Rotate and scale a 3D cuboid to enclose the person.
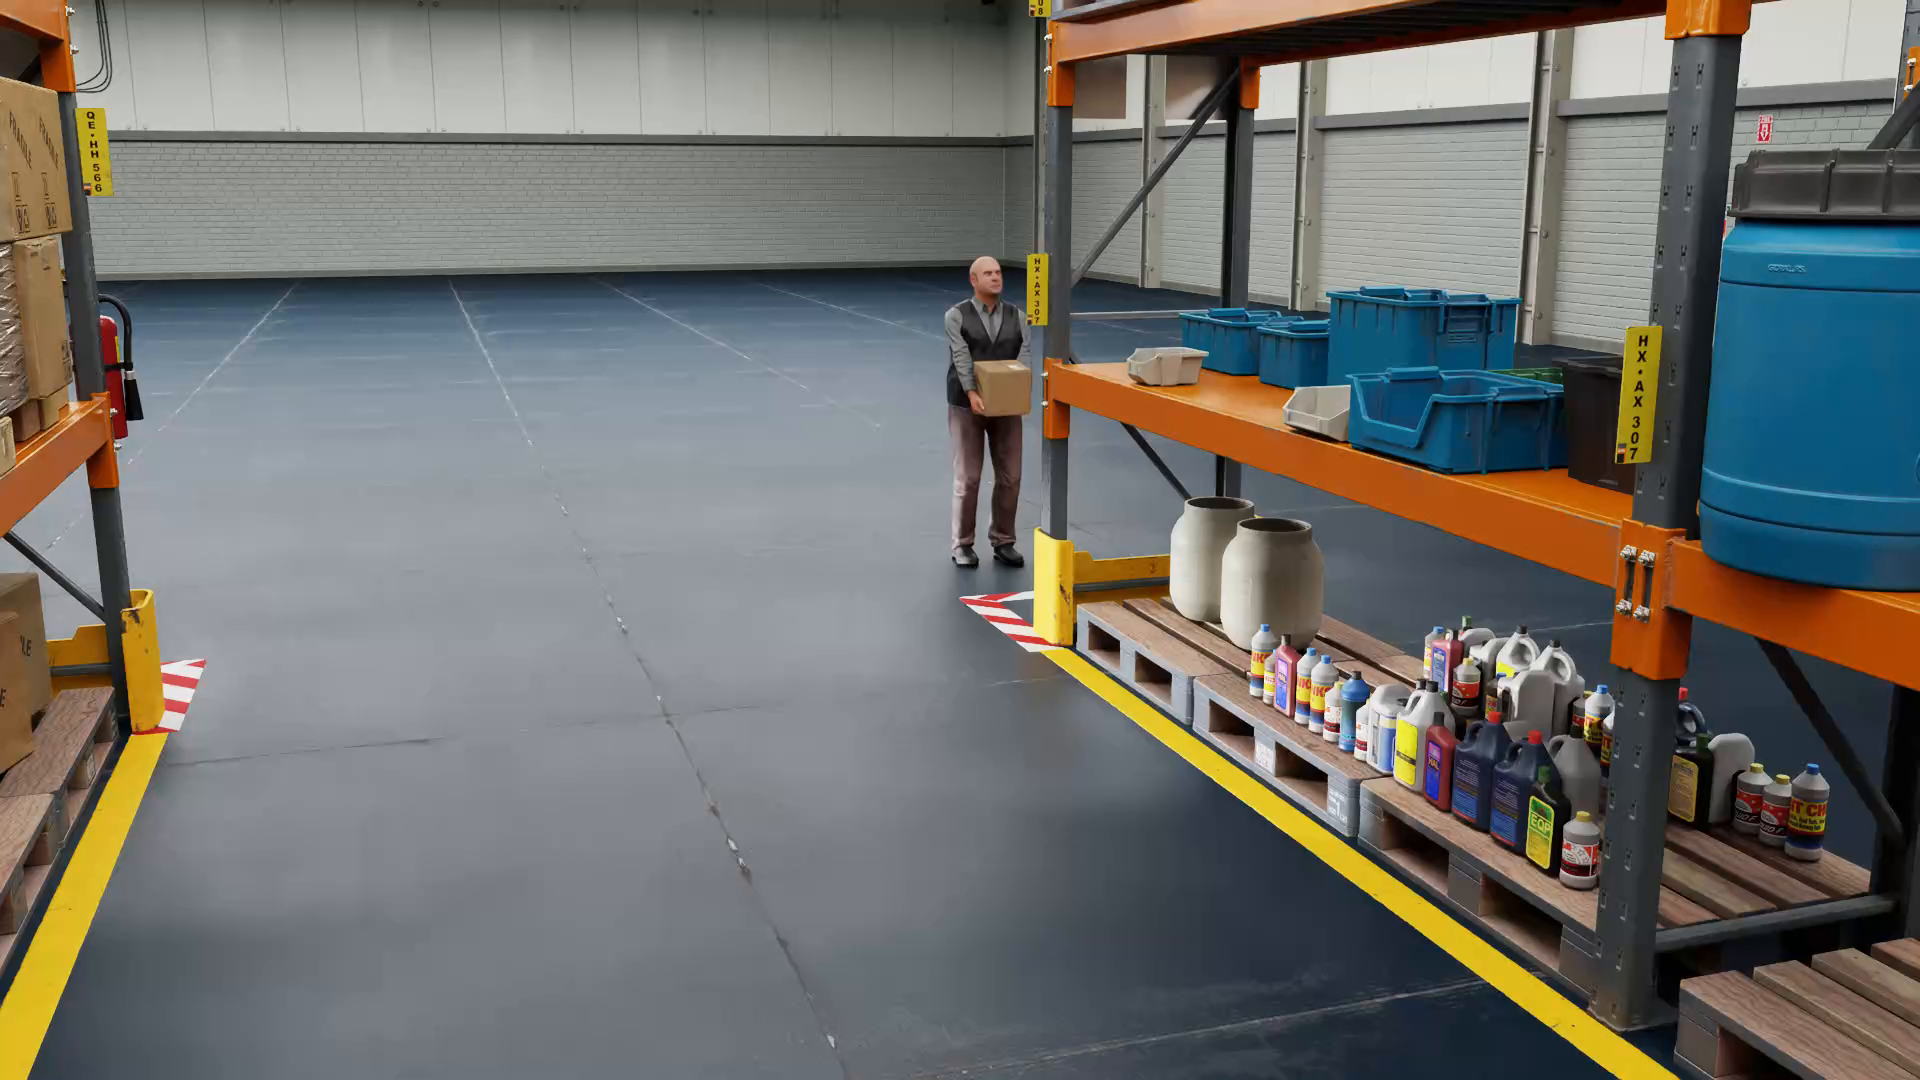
[{"bbox_3d":[0.187,-0.708,9.292,0.494,1.711,0.551,-4,13,-17],"label":"person"}]
